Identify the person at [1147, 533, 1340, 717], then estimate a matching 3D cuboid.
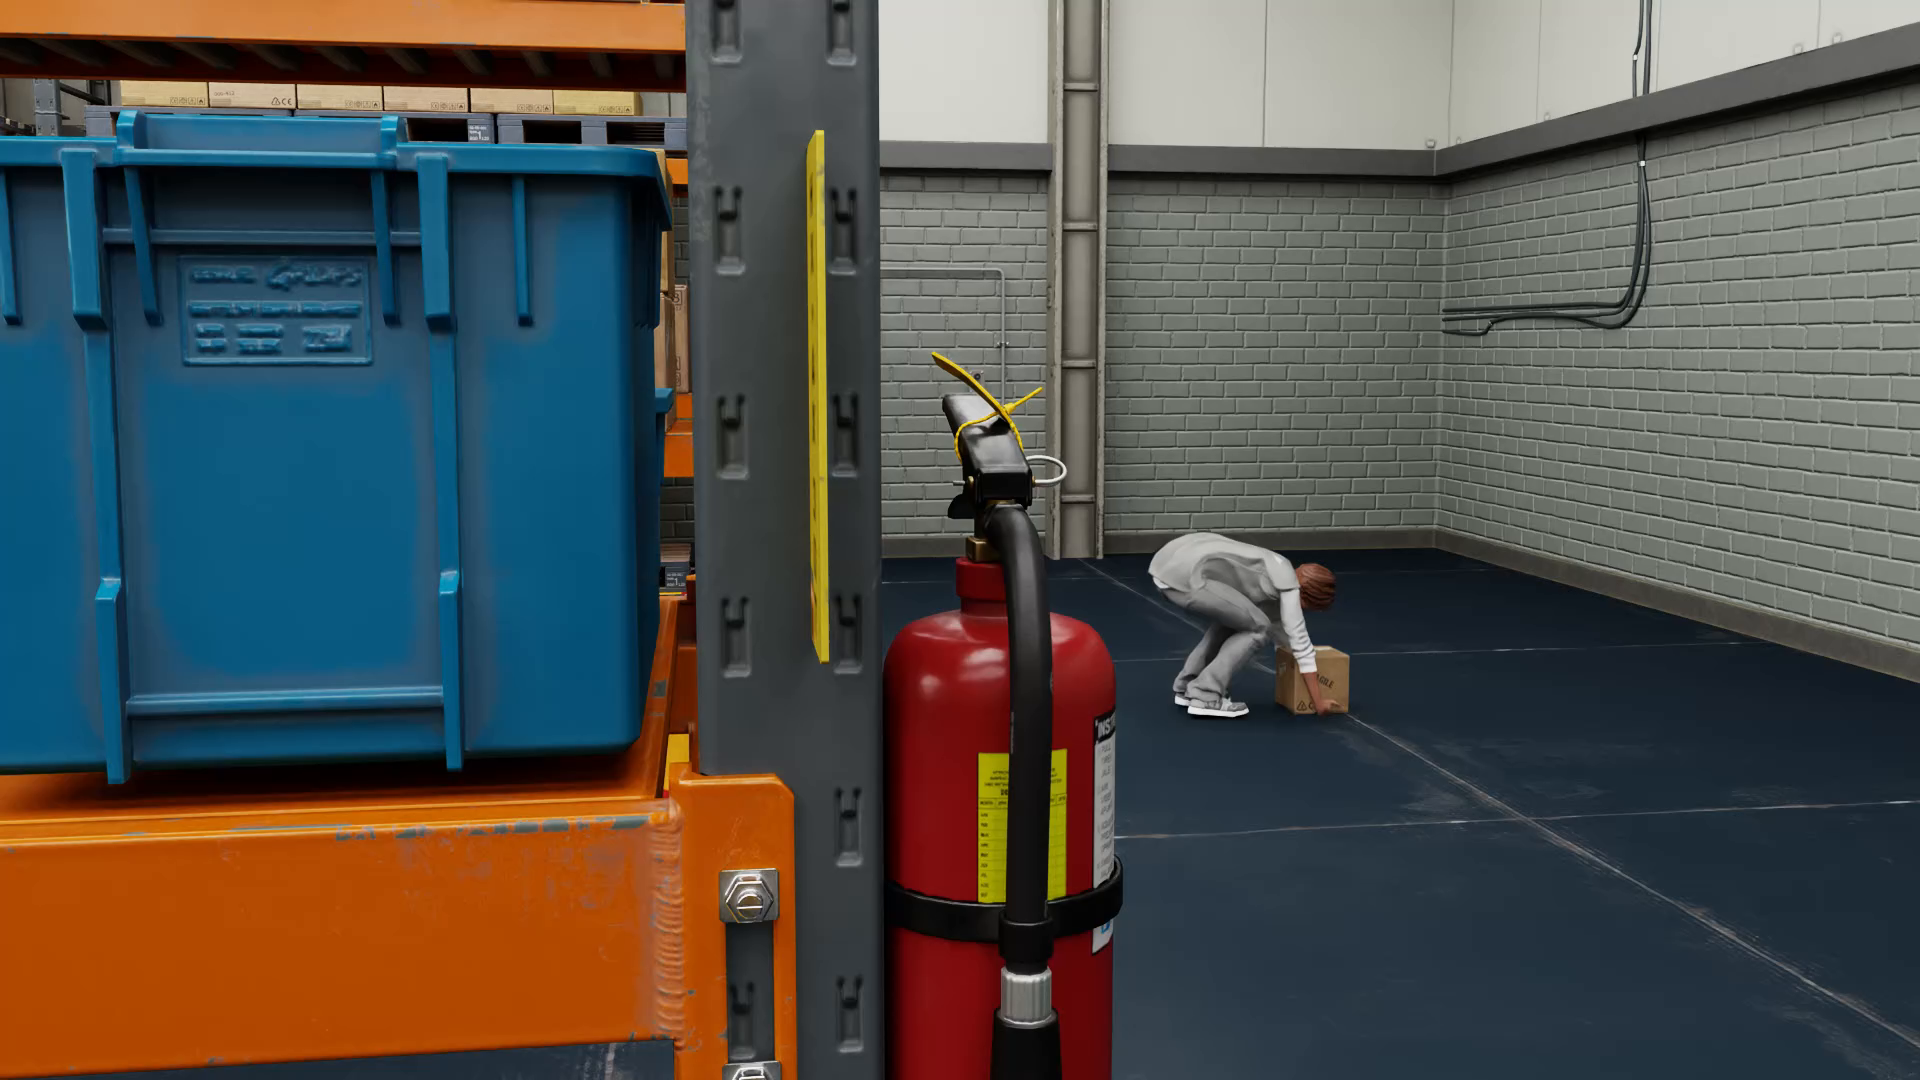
[{"bbox_3d":[1.251,0.375,7.361,0.864,0.801,0.433,-1,7,-11],"label":"person"}]
